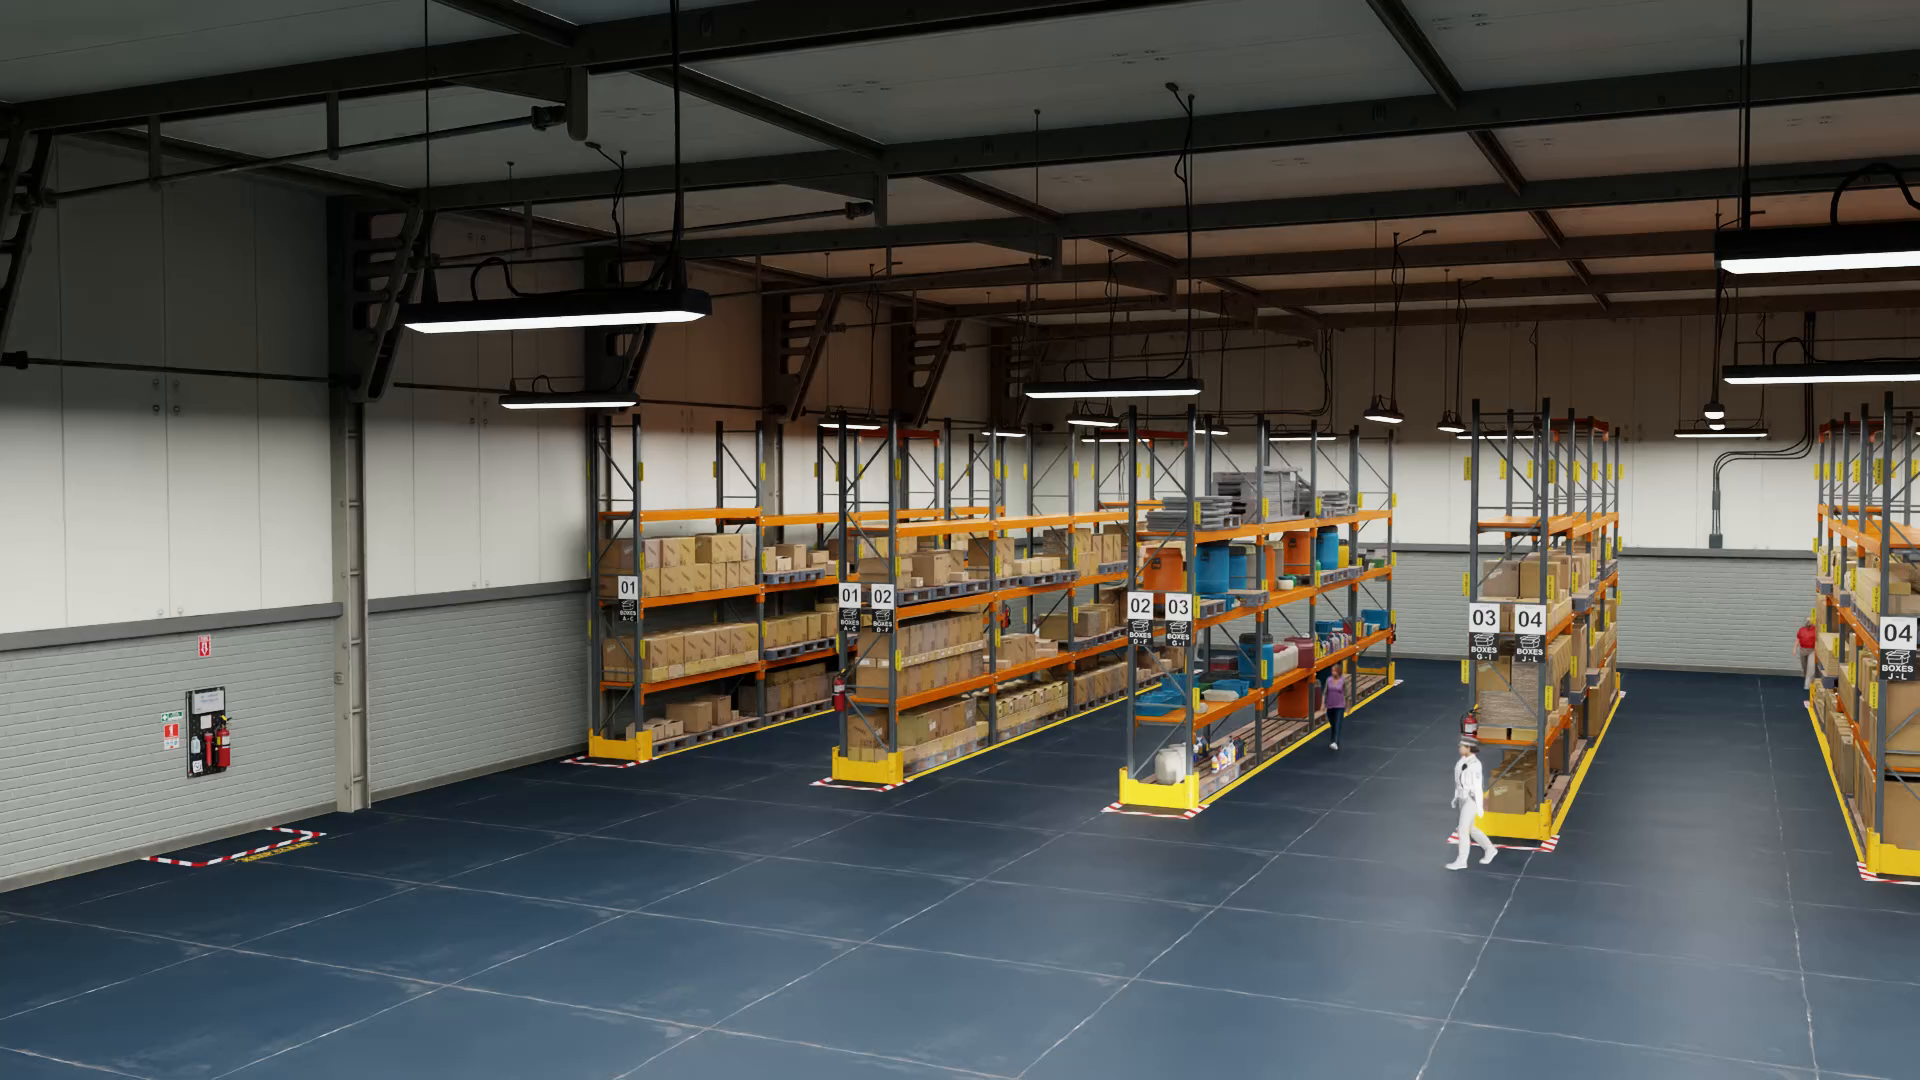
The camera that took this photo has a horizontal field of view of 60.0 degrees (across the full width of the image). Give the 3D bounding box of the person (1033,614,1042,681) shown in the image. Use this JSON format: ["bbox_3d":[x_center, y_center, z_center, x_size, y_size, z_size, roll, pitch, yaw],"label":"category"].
[{"bbox_3d":[1.759,2.548,38.145,0.553,1.719,0.918,2,3,37],"label":"person"}]

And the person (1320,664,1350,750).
[{"bbox_3d":[6.688,2.991,29.752,0.448,1.538,1.011,1,3,32],"label":"person"}]

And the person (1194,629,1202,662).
[{"bbox_3d":[6.097,2.362,43.766,0.587,1.658,0.528,2,3,45],"label":"person"}]

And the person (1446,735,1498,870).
[{"bbox_3d":[6.473,3.295,21.023,0.751,1.661,0.475,0,2,-2],"label":"person"}]

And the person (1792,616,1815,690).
[{"bbox_3d":[19.490,2.587,38.178,0.642,1.665,1.097,2,3,44],"label":"person"}]
